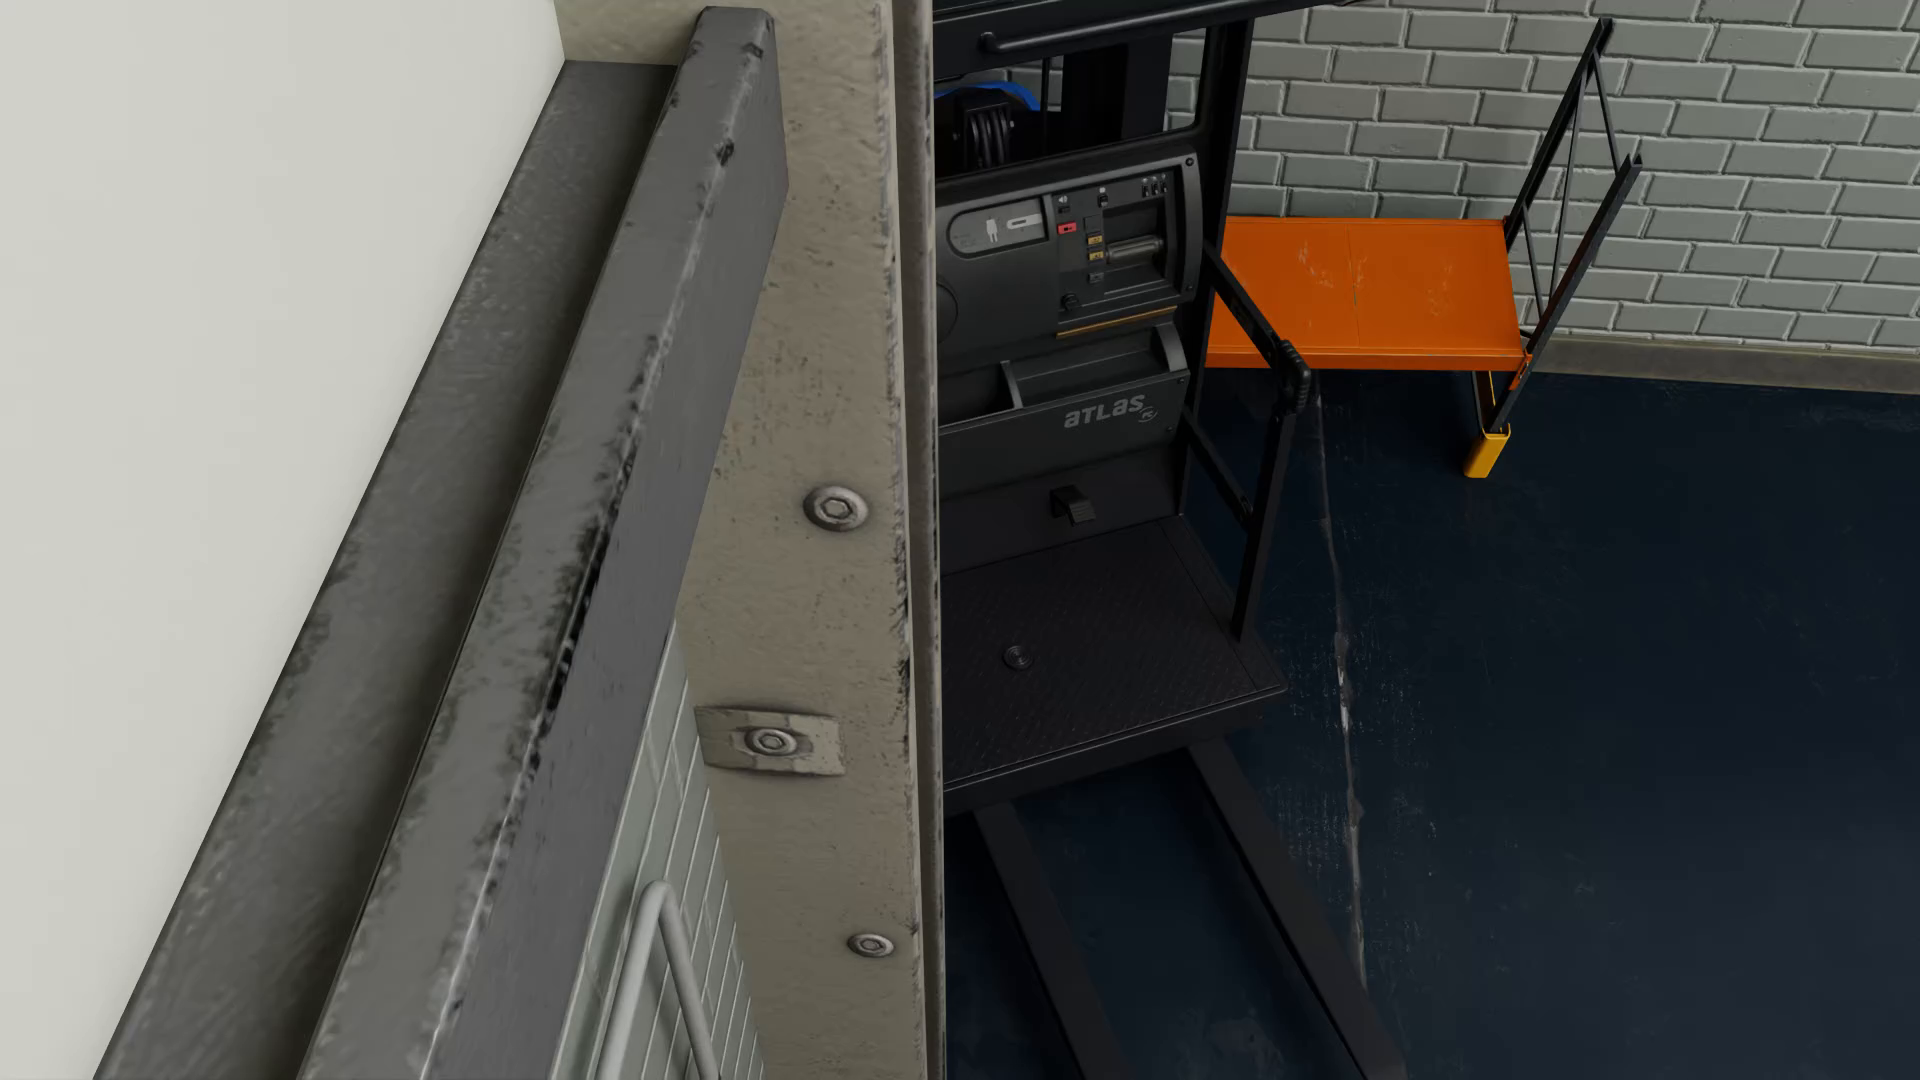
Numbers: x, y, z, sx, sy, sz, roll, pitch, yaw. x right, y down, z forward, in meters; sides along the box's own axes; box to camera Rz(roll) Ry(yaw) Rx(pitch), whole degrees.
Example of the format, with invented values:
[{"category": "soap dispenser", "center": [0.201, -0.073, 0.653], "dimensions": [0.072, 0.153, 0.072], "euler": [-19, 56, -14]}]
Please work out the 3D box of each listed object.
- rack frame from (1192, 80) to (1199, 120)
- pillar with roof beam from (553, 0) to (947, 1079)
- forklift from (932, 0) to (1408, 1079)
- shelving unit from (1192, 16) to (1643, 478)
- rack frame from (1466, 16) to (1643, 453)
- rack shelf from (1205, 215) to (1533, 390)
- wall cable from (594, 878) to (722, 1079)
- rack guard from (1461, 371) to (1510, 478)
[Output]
[{"category": "rack frame", "center": [0.672, -0.820, 4.915], "dimensions": [0.032, 1.500, 0.500], "euler": [1, 63, 1]}, {"category": "pillar with roof beam", "center": [4.084, -1.279, 0.322], "dimensions": [9.100, 9.000, 0.400], "euler": [4, 48, 4]}, {"category": "forklift", "center": [0.209, -0.552, 3.769], "dimensions": [1.130, 2.935, 3.031], "euler": [-15, 49, -13]}, {"category": "shelving unit", "center": [1.189, -0.813, 4.906], "dimensions": [1.083, 1.500, 0.587], "euler": [1, 63, 1]}, {"category": "rack frame", "center": [1.688, -0.806, 4.898], "dimensions": [0.032, 1.500, 0.500], "euler": [1, 63, 1]}, {"category": "rack shelf", "center": [1.181, -0.731, 5.067], "dimensions": [1.000, 0.185, 0.538], "euler": [1, 63, 1]}, {"category": "wall cable", "center": [-0.413, 1.151, 1.476], "dimensions": [0.084, 1.984, 1.851], "euler": [4, 48, 4]}, {"category": "rack guard", "center": [1.692, -0.521, 5.455], "dimensions": [0.087, 0.250, 0.587], "euler": [1, 63, 1]}]
